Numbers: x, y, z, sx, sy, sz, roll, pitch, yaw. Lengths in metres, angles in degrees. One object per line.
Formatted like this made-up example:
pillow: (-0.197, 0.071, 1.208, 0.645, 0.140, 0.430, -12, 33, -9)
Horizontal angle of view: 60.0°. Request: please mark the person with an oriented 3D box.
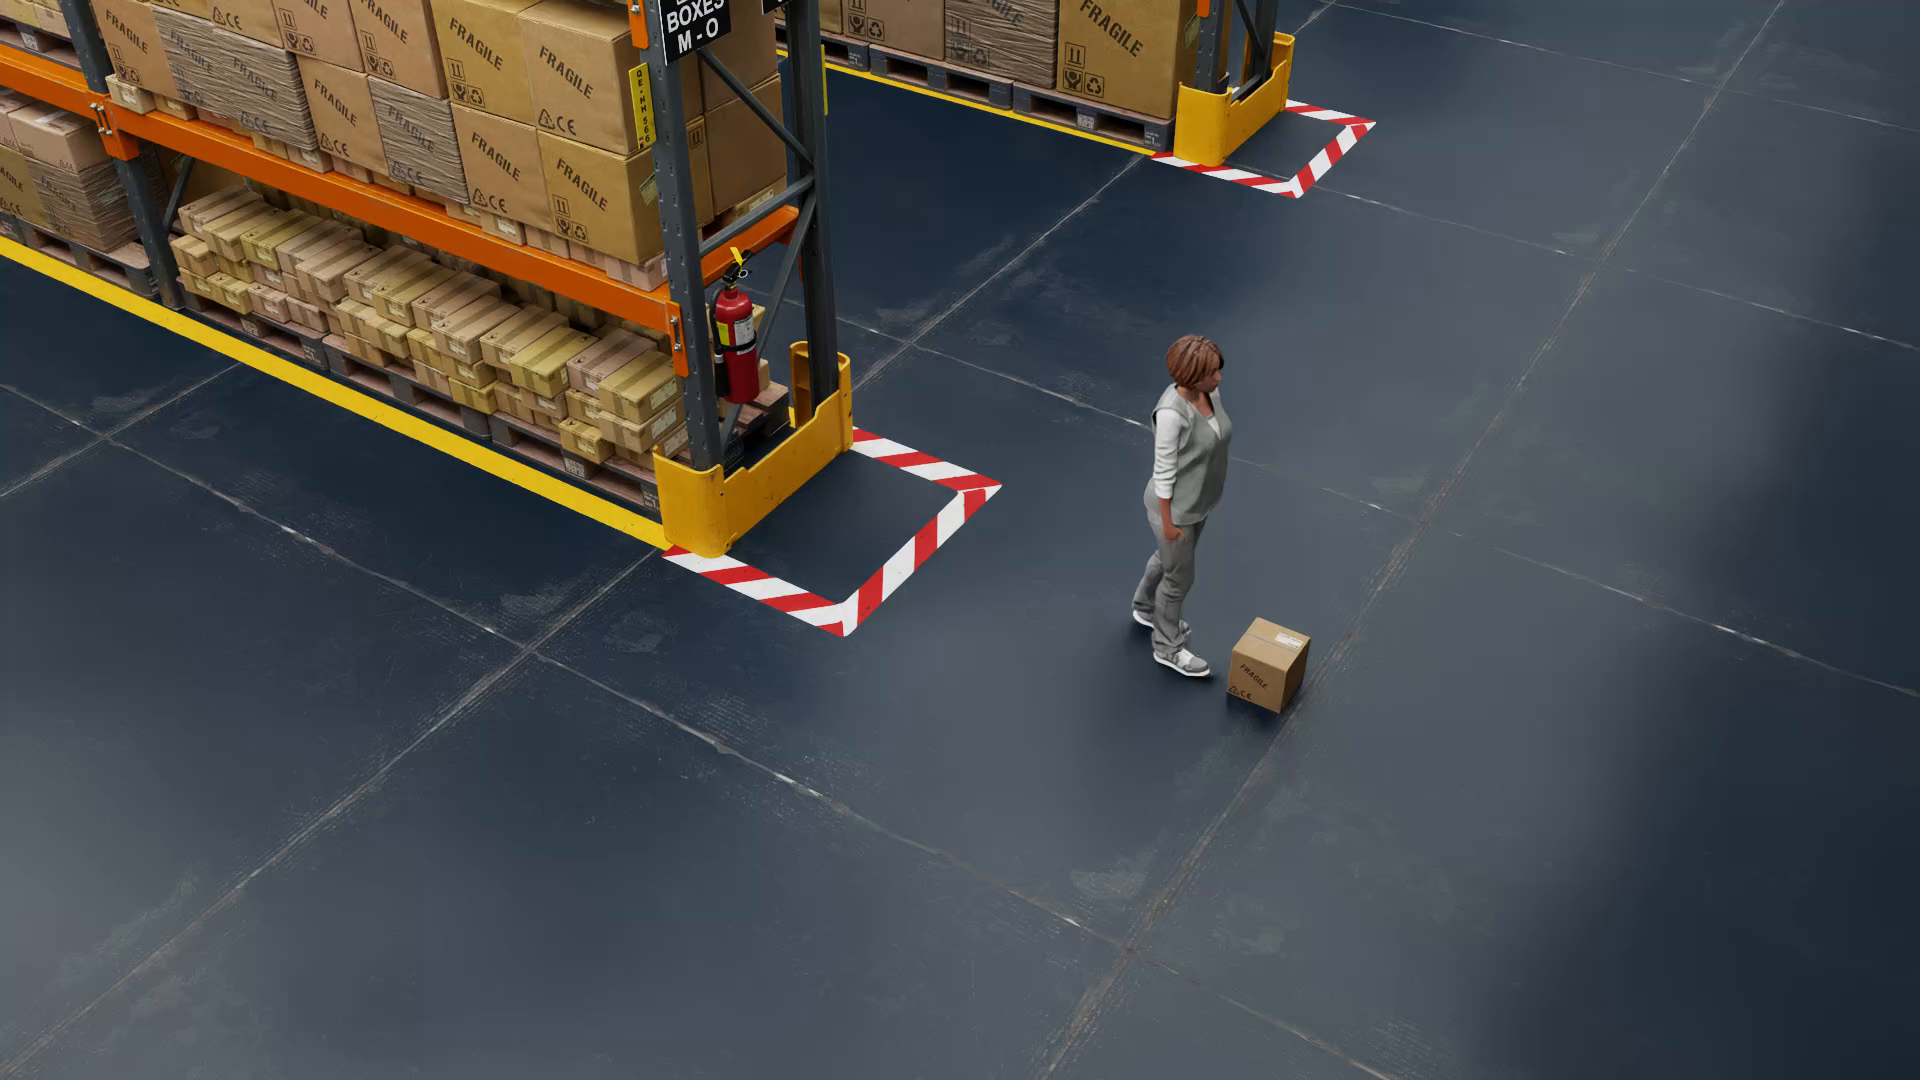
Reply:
person: (0.934, -0.138, 6.871, 0.465, 1.624, 0.416, 23, 44, 25)
